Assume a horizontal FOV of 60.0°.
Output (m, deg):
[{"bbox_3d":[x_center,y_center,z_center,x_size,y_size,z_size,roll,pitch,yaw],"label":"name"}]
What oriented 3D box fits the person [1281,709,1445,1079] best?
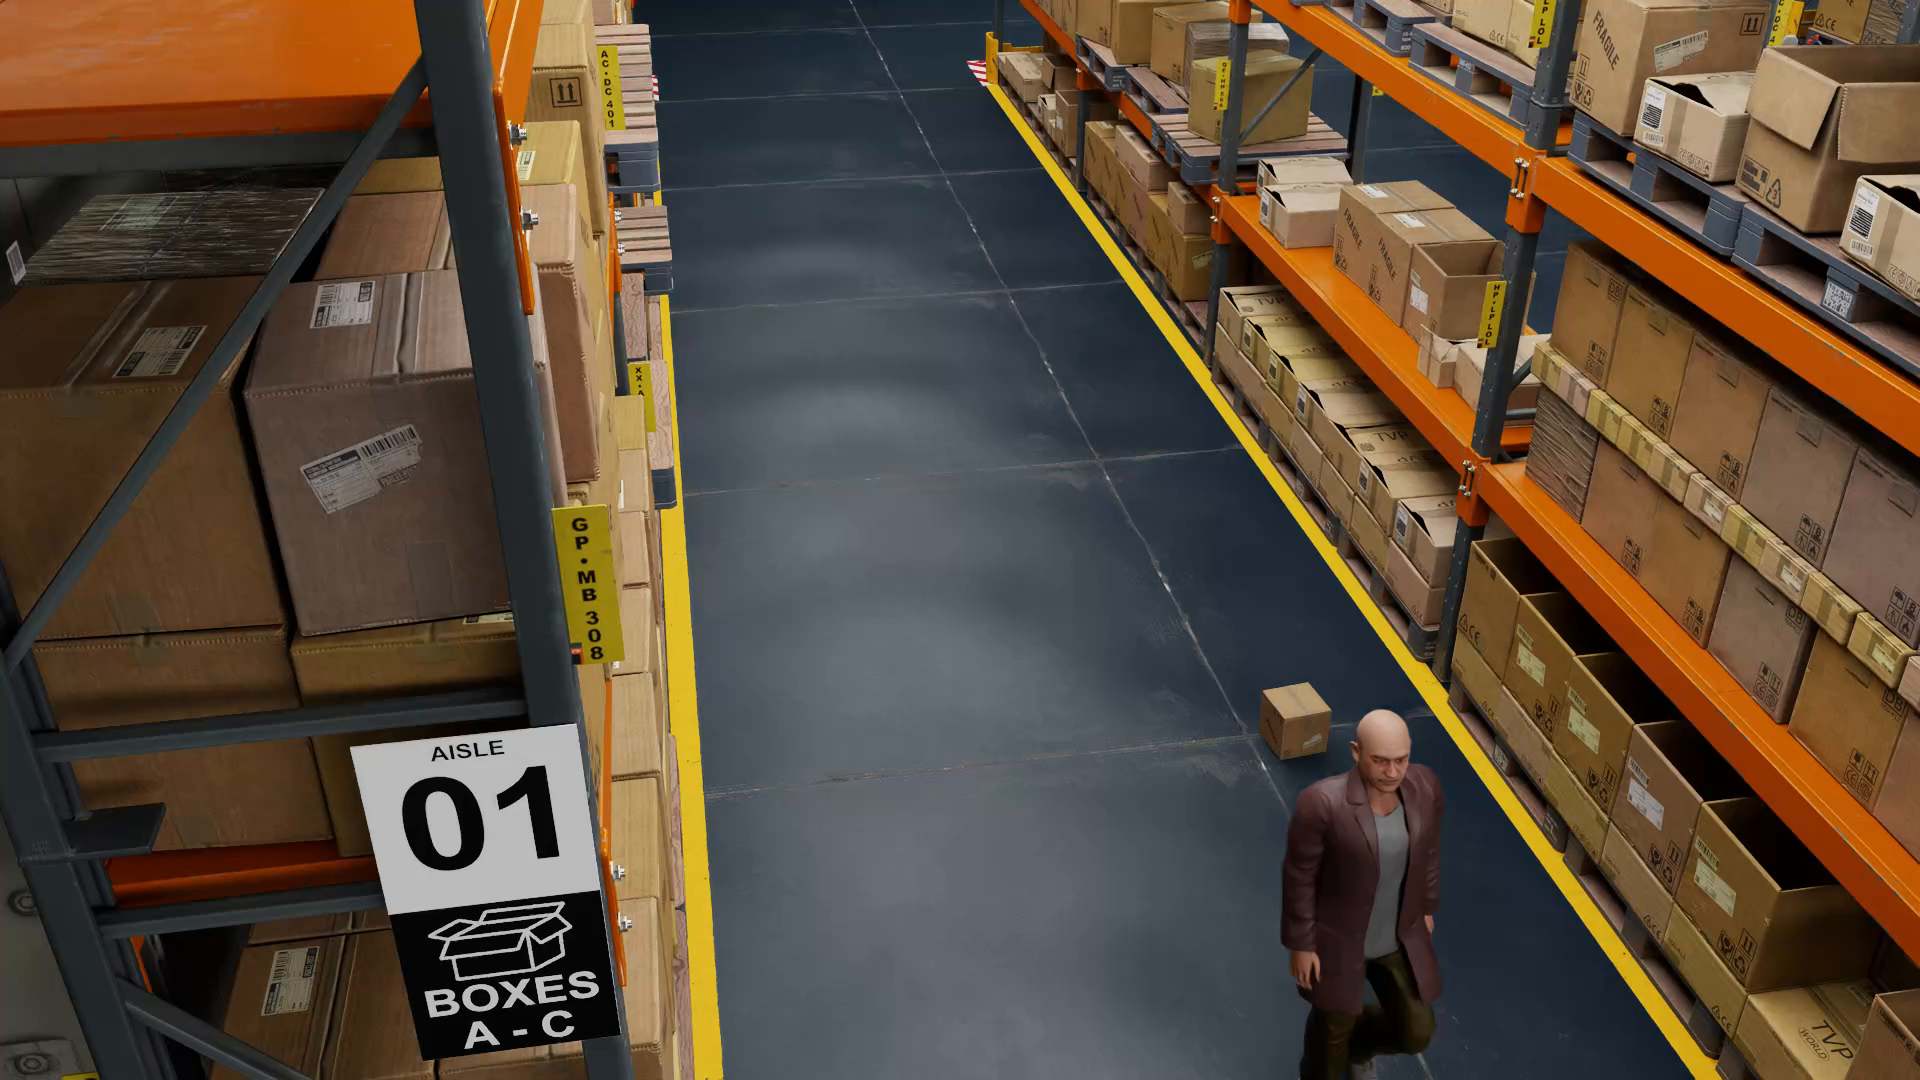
[{"bbox_3d":[1.401,1.361,5.771,0.613,1.782,0.514,-6,31,-10],"label":"person"}]
